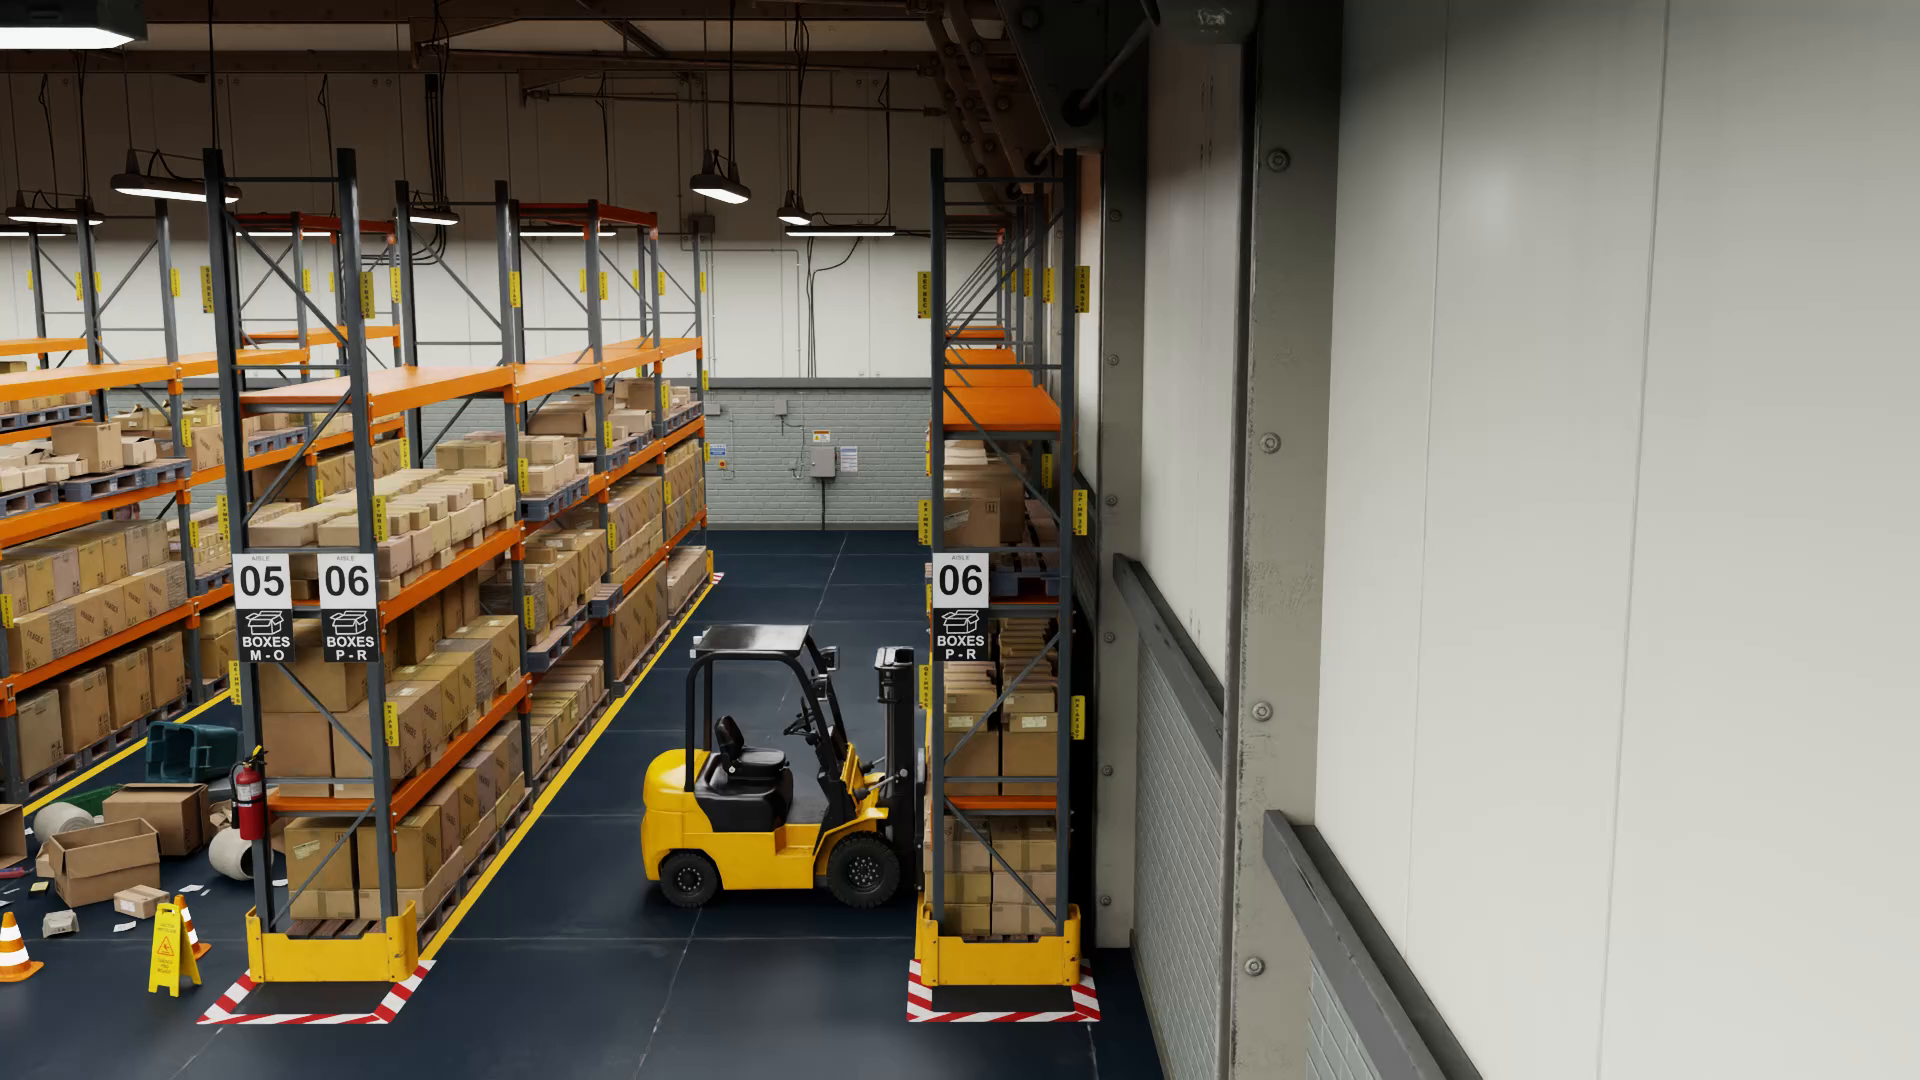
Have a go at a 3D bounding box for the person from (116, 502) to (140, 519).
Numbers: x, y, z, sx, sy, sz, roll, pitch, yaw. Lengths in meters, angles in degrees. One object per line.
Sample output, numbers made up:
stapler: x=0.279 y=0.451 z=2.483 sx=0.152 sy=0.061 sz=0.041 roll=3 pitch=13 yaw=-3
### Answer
person: x=-15.203 y=-0.493 z=30.037 sx=0.573 sy=1.710 sz=1.130 roll=3 pitch=10 yaw=17
